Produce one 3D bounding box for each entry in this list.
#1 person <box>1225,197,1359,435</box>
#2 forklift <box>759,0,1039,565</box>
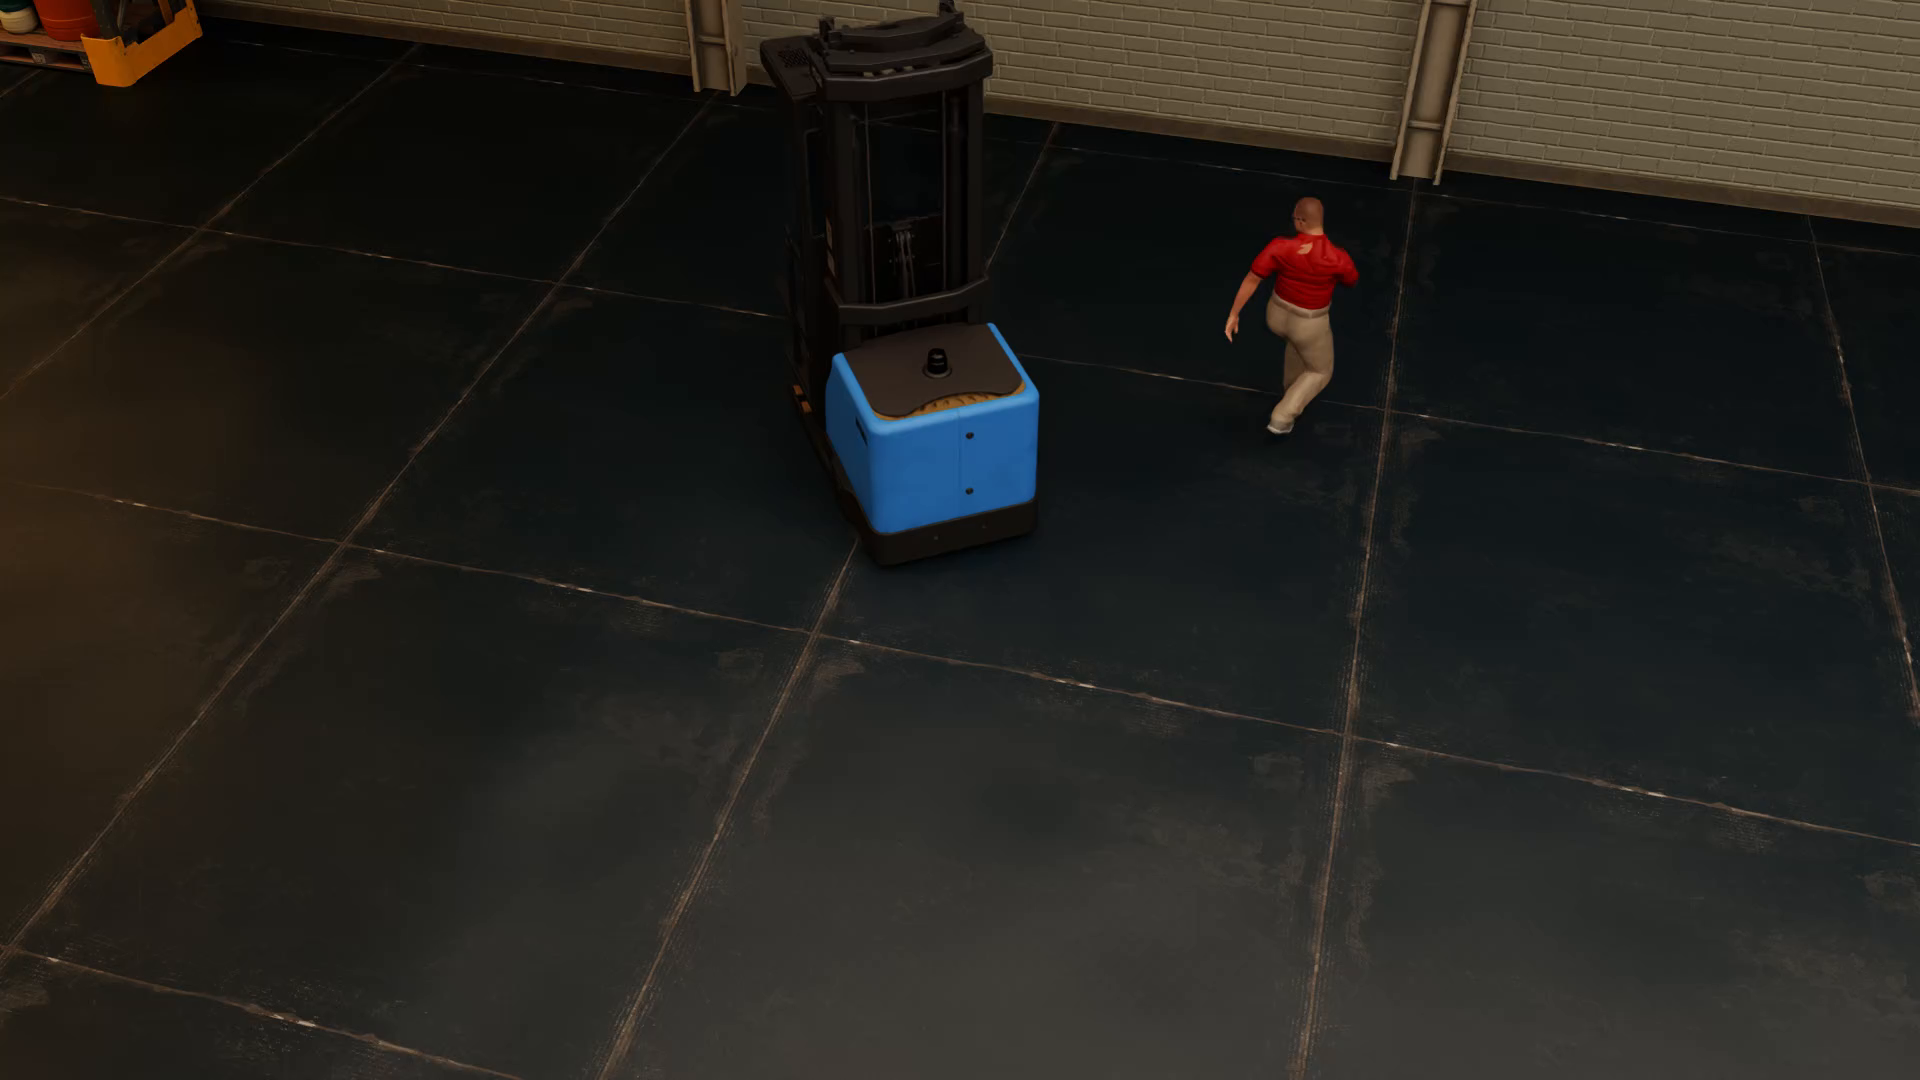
[{"bbox_3d":[2.128,-1.415,10.471,0.598,1.651,0.842,30,49,29],"label":"person"},{"bbox_3d":[-0.502,-1.935,10.068,1.130,2.935,3.031,-13,43,-15],"label":"forklift"}]
